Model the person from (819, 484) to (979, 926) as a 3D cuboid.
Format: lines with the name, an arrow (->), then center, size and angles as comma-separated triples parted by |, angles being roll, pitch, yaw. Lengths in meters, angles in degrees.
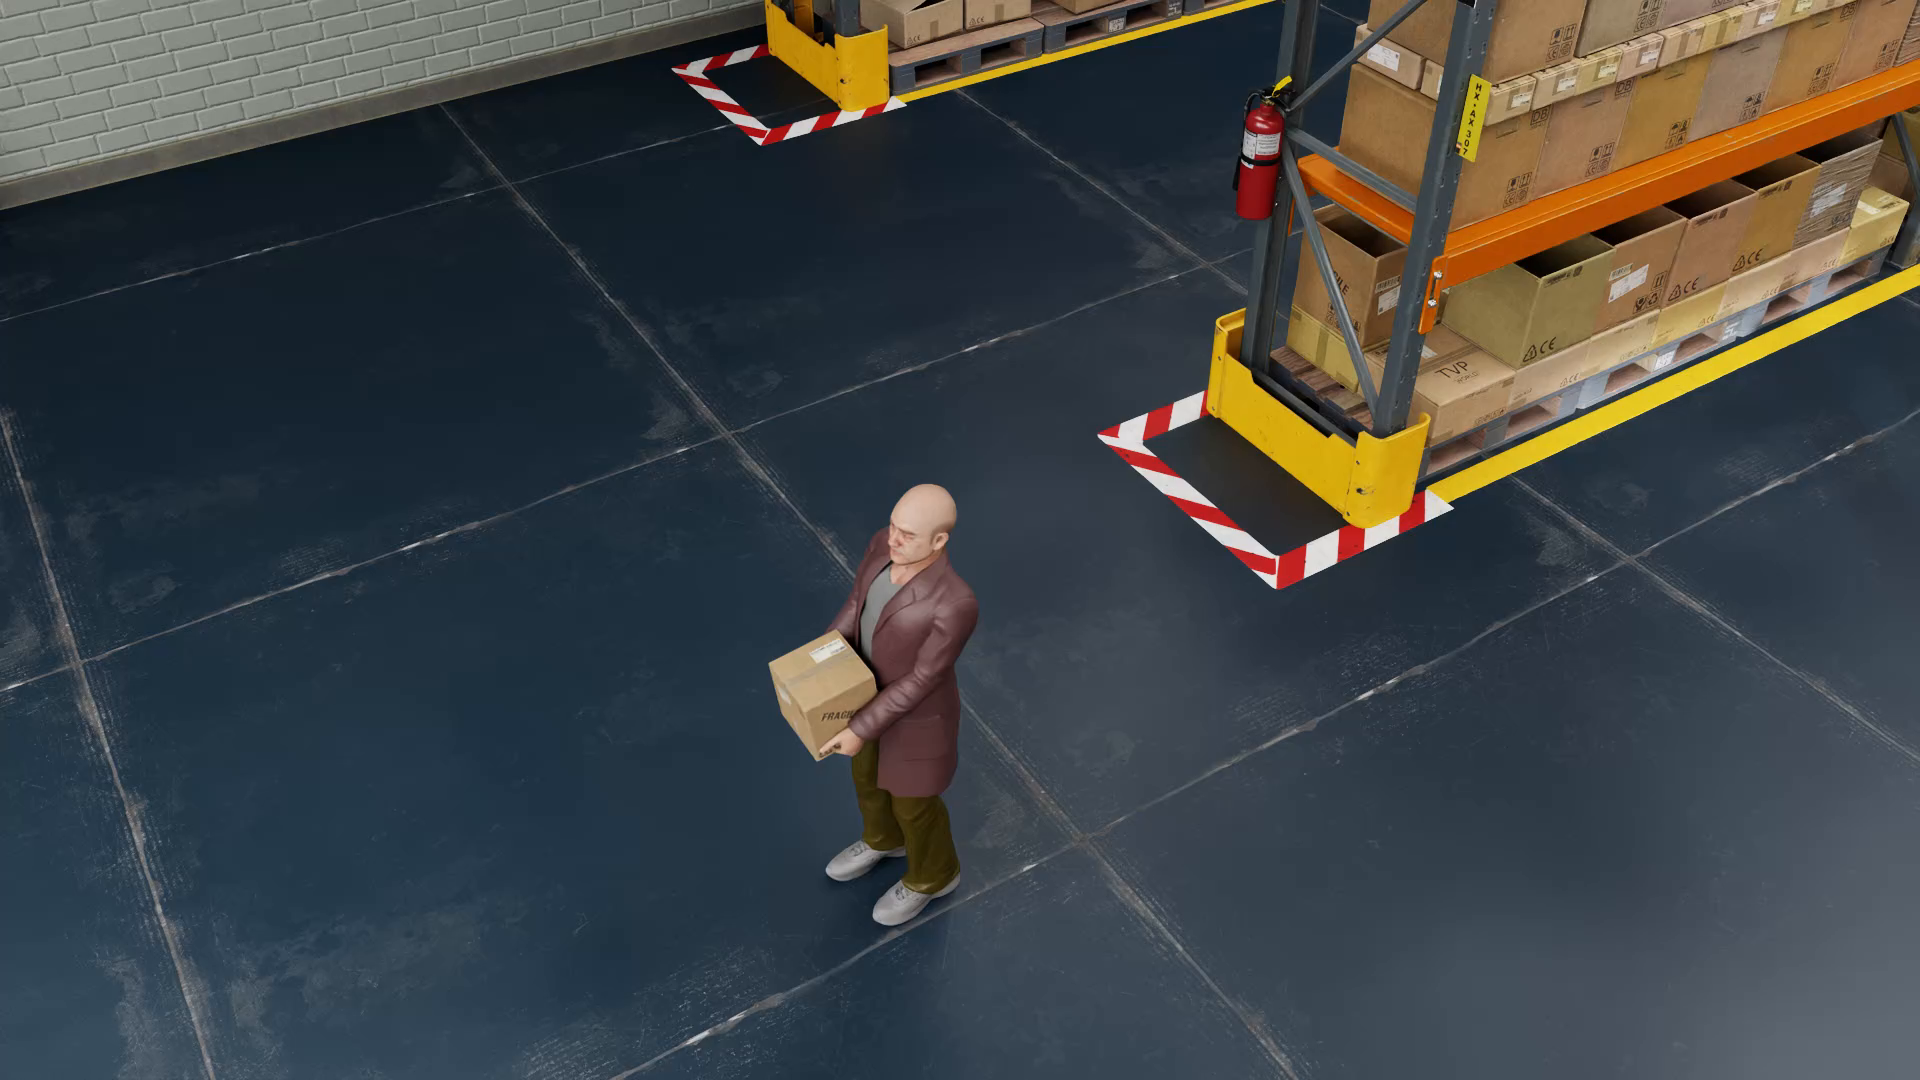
person -> -0.265, 0.578, 5.490 | 0.563, 1.770, 0.528 | -22, 45, -23
